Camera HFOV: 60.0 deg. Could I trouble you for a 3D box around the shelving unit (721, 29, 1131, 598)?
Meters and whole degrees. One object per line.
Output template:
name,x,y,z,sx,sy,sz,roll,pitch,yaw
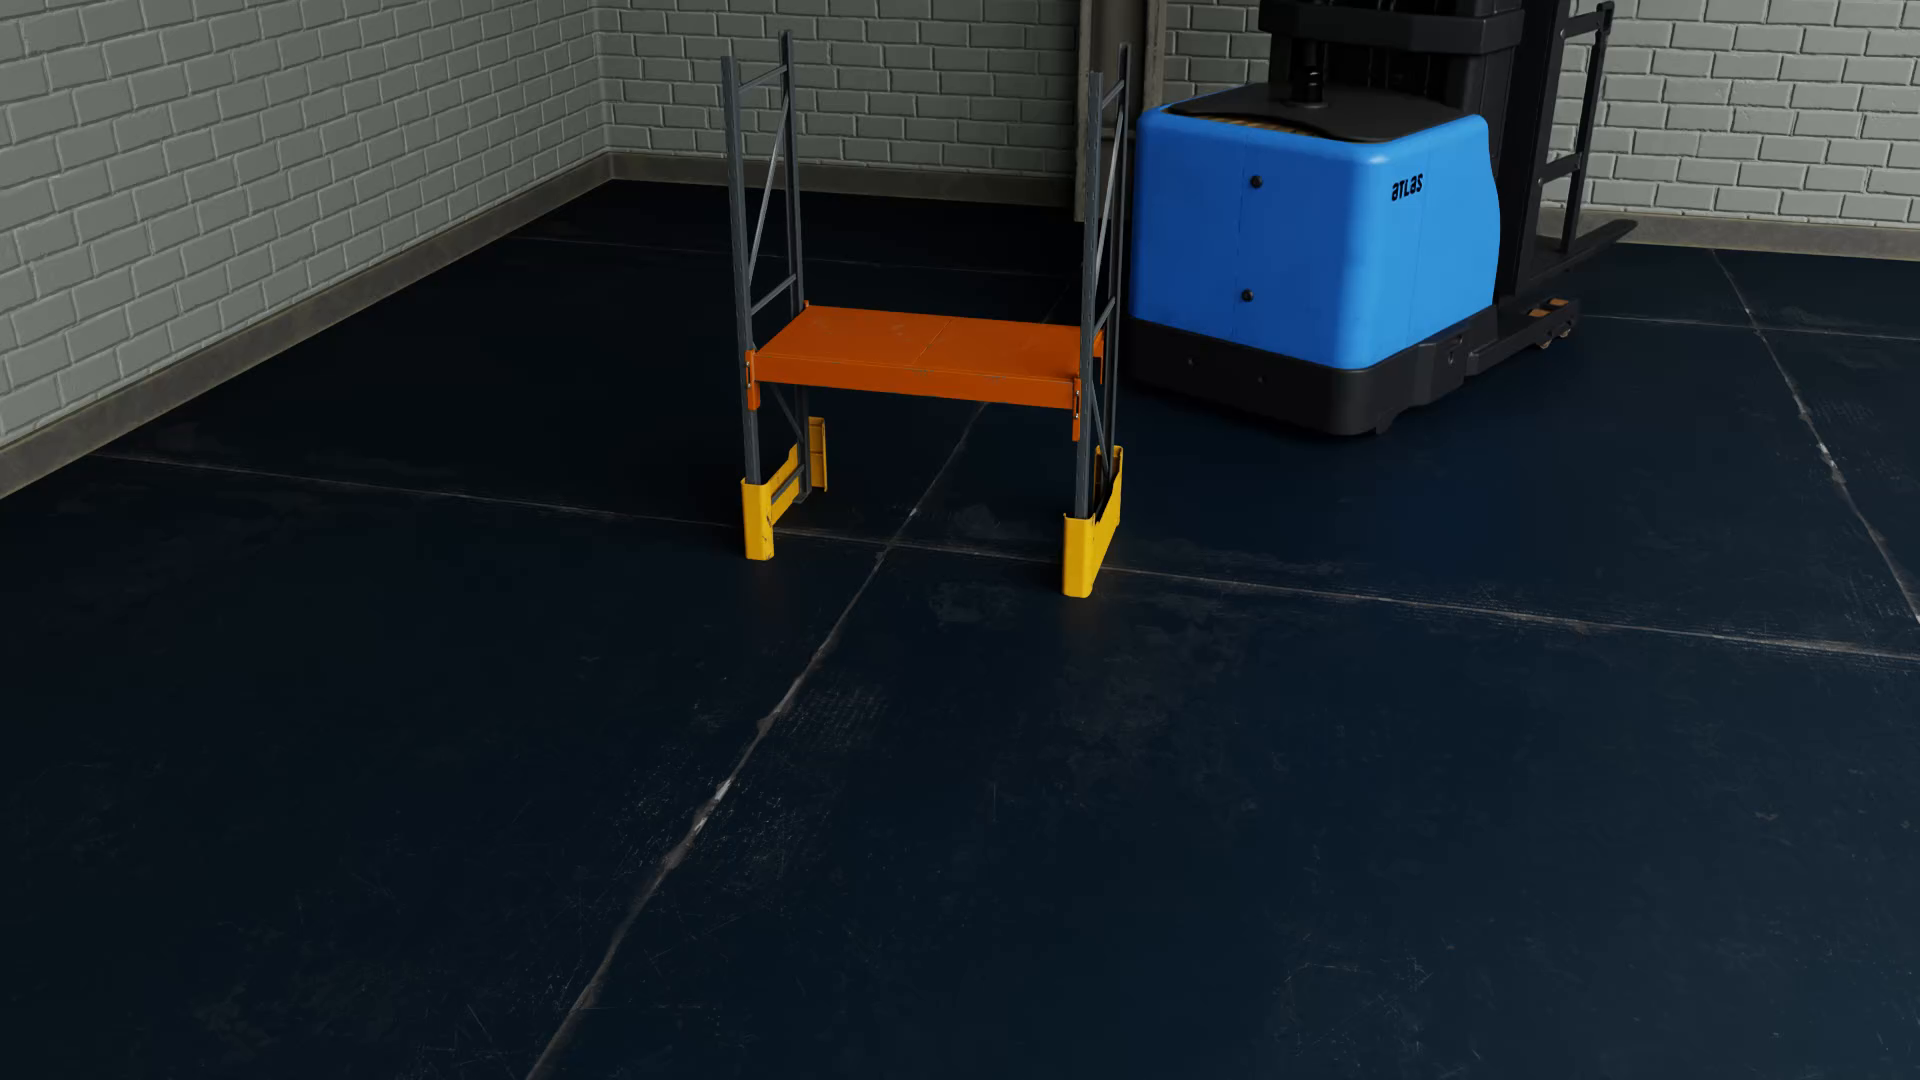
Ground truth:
shelving unit,-0.074,-0.685,4.945,1.083,1.500,0.587,6,26,13

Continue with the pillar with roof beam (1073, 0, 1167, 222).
pillar with roof beam,-0.244,-4.000,3.182,0.400,9.000,9.100,6,26,13

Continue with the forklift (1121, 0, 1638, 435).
forklift,1.975,-2.244,6.554,1.130,2.935,3.031,21,32,37

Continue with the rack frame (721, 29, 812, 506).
rack frame,-0.575,-0.741,5.061,0.032,1.500,0.500,6,26,13

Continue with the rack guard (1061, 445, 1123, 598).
rack guard,0.408,-0.068,5.101,0.087,0.250,0.587,6,26,13

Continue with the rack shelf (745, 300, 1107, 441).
rack shelf,-0.083,-0.524,5.024,1.000,0.185,0.538,6,26,13

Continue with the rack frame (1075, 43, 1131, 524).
rack frame,0.410,-0.632,4.832,0.032,1.500,0.500,6,26,13

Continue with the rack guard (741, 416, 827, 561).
rack guard,-0.556,-0.174,5.325,0.087,0.250,0.587,6,26,13
